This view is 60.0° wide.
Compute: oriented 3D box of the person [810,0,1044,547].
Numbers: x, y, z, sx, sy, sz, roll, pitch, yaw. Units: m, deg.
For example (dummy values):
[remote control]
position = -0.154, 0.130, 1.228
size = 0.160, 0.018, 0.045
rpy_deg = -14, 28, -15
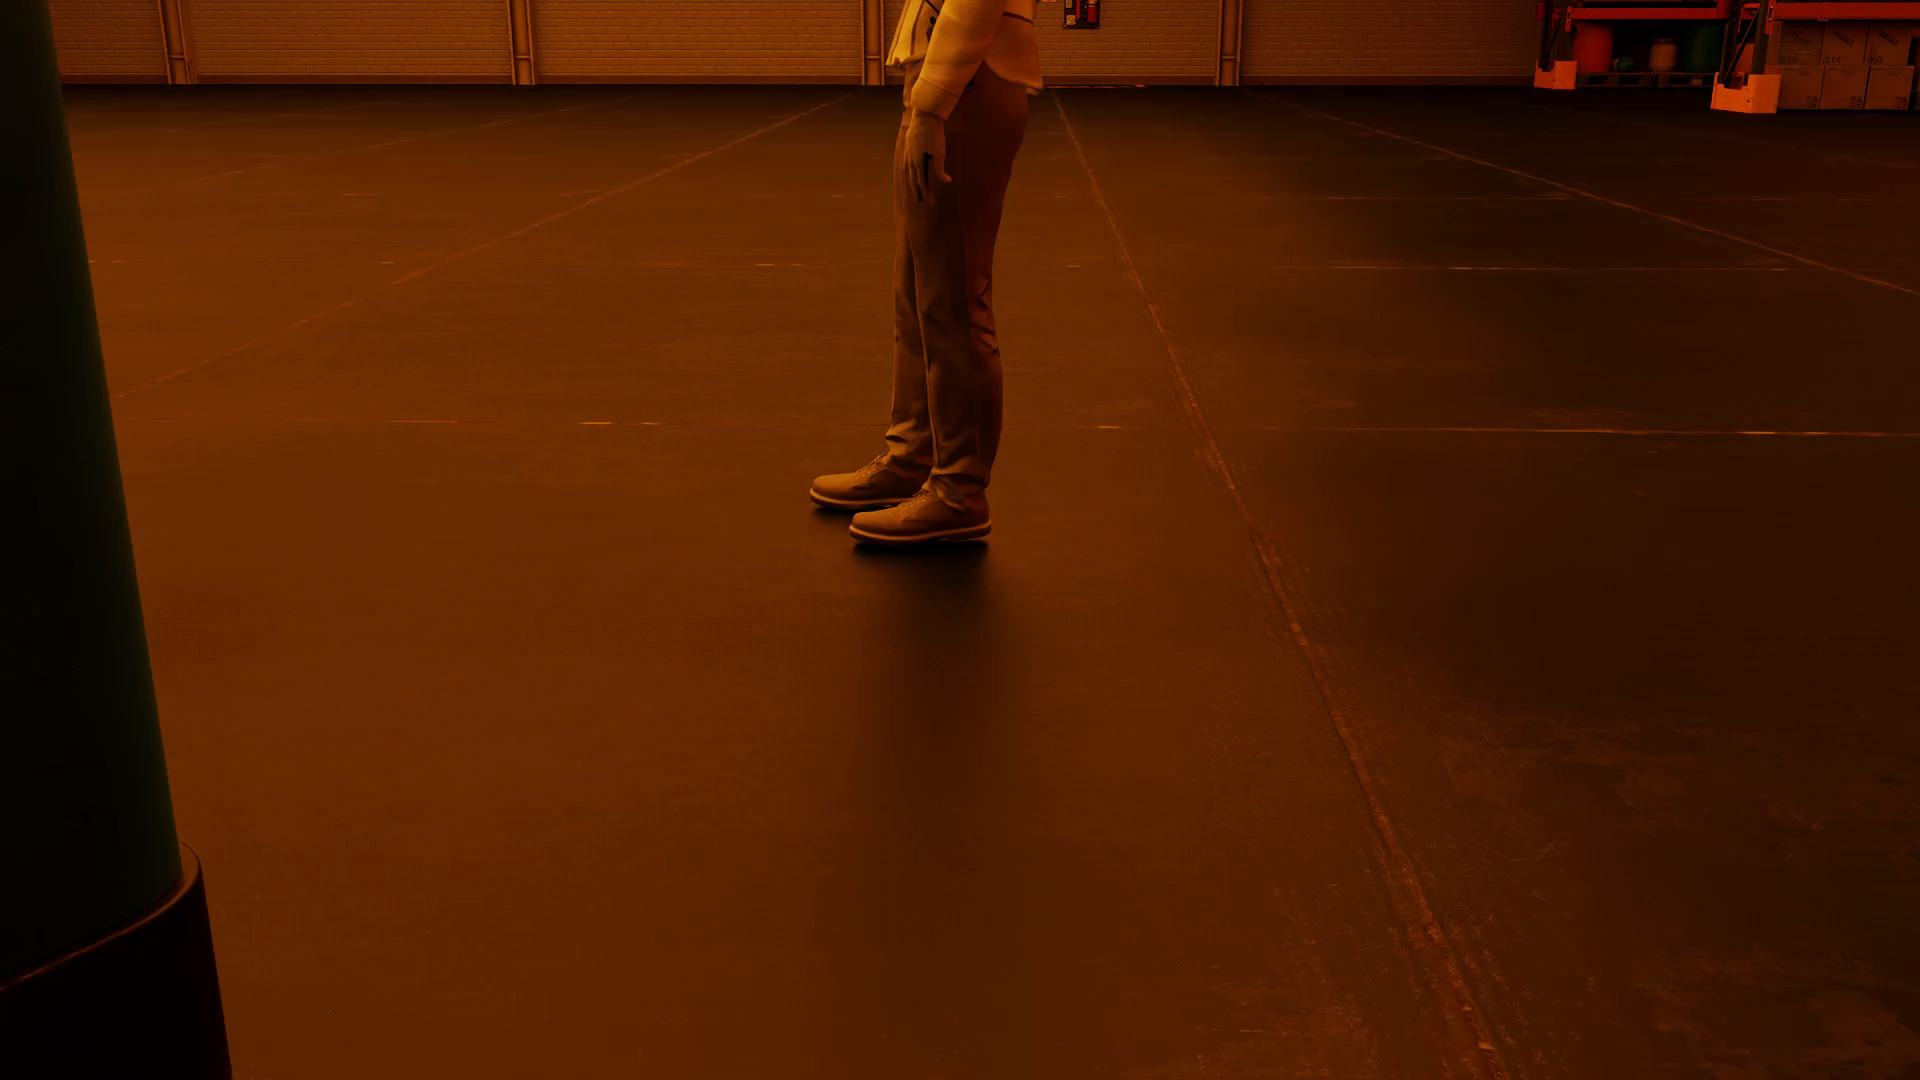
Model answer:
[person]
position = -0.068, -0.819, 3.127
size = 0.531, 1.694, 0.586
rpy_deg = 1, 17, 2
